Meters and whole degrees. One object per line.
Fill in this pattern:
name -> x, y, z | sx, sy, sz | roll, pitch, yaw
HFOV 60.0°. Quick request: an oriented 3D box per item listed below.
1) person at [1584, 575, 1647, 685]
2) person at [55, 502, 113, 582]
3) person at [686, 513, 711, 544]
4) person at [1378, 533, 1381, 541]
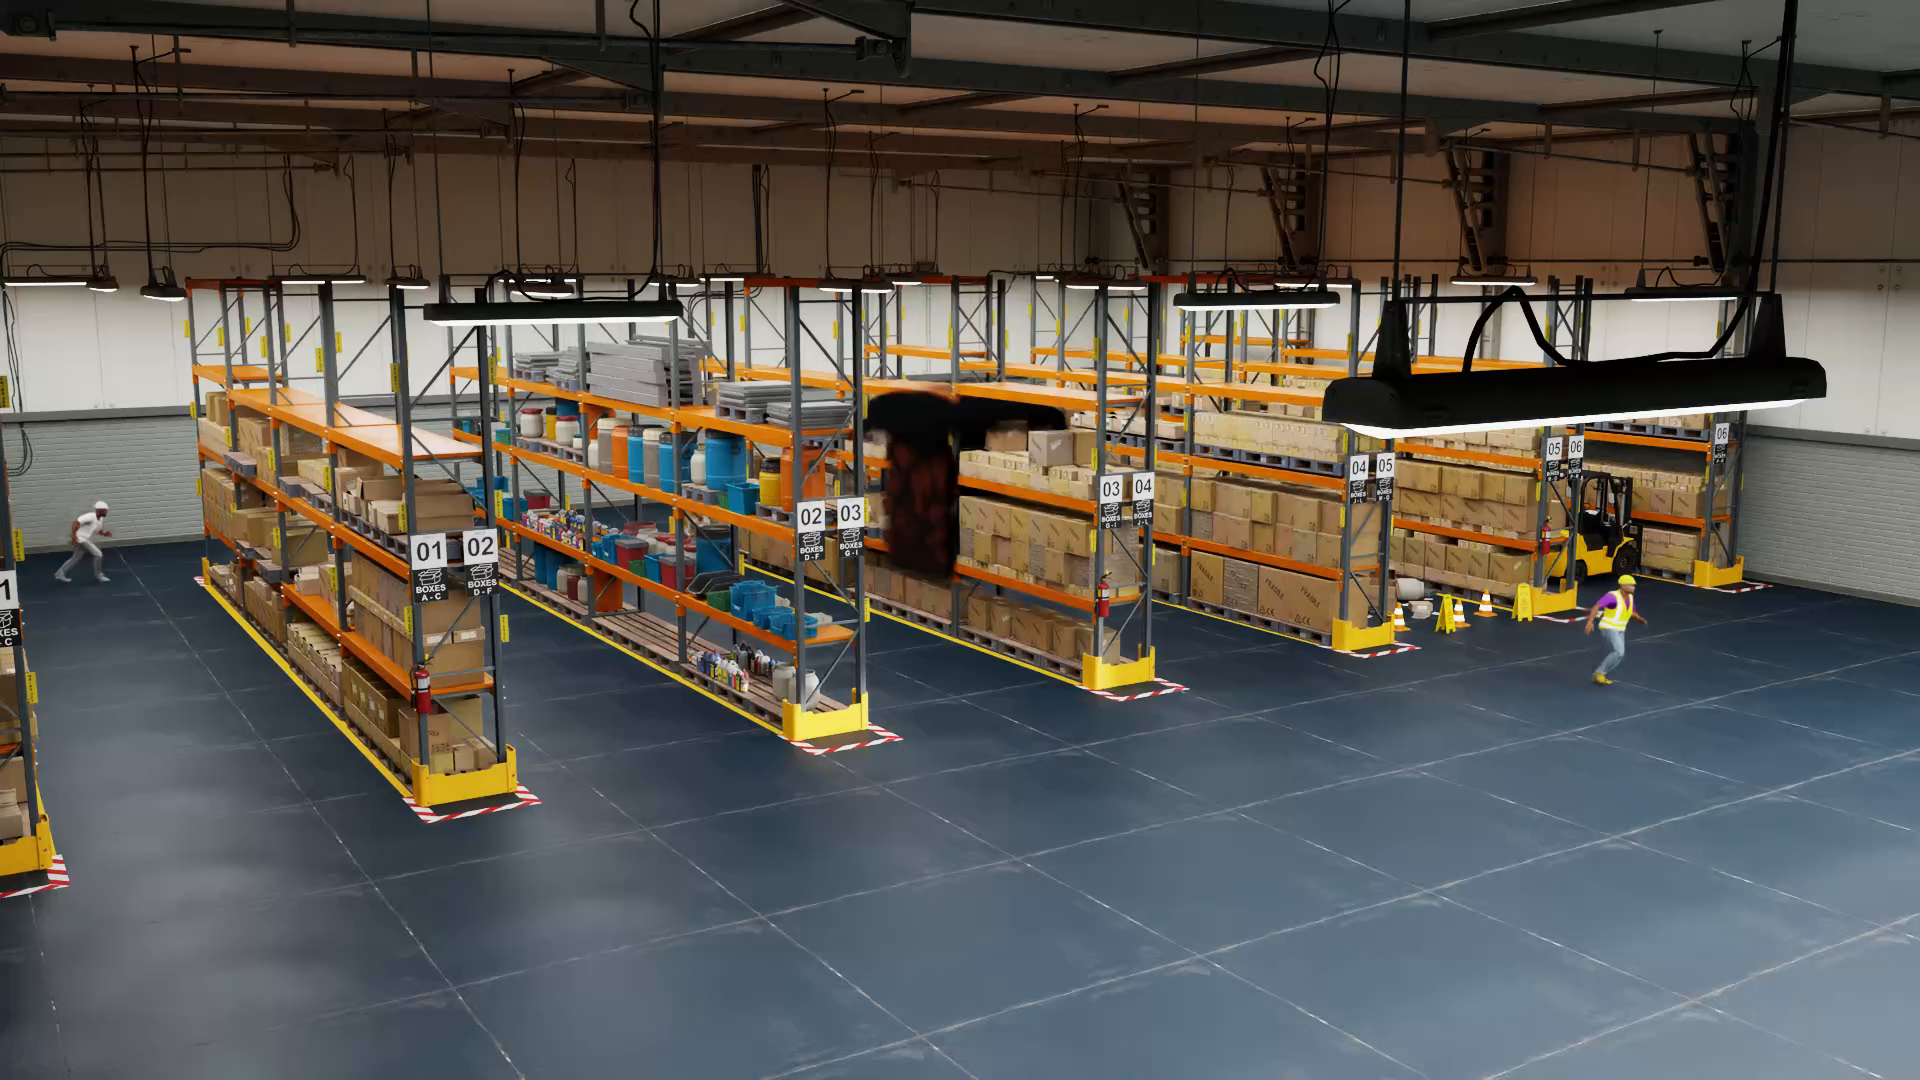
person -> 9.907, 1.359, 24.984 | 0.905, 1.652, 0.647 | -8, 12, -40
person -> -17.309, 0.048, 32.810 | 1.082, 1.594, 0.732 | -2, 10, -12
person -> -5.074, 0.067, 32.477 | 0.540, 1.478, 0.839 | -5, 11, -28
person -> 9.178, -0.324, 36.058 | 0.757, 1.309, 0.566 | 8, 12, 38
